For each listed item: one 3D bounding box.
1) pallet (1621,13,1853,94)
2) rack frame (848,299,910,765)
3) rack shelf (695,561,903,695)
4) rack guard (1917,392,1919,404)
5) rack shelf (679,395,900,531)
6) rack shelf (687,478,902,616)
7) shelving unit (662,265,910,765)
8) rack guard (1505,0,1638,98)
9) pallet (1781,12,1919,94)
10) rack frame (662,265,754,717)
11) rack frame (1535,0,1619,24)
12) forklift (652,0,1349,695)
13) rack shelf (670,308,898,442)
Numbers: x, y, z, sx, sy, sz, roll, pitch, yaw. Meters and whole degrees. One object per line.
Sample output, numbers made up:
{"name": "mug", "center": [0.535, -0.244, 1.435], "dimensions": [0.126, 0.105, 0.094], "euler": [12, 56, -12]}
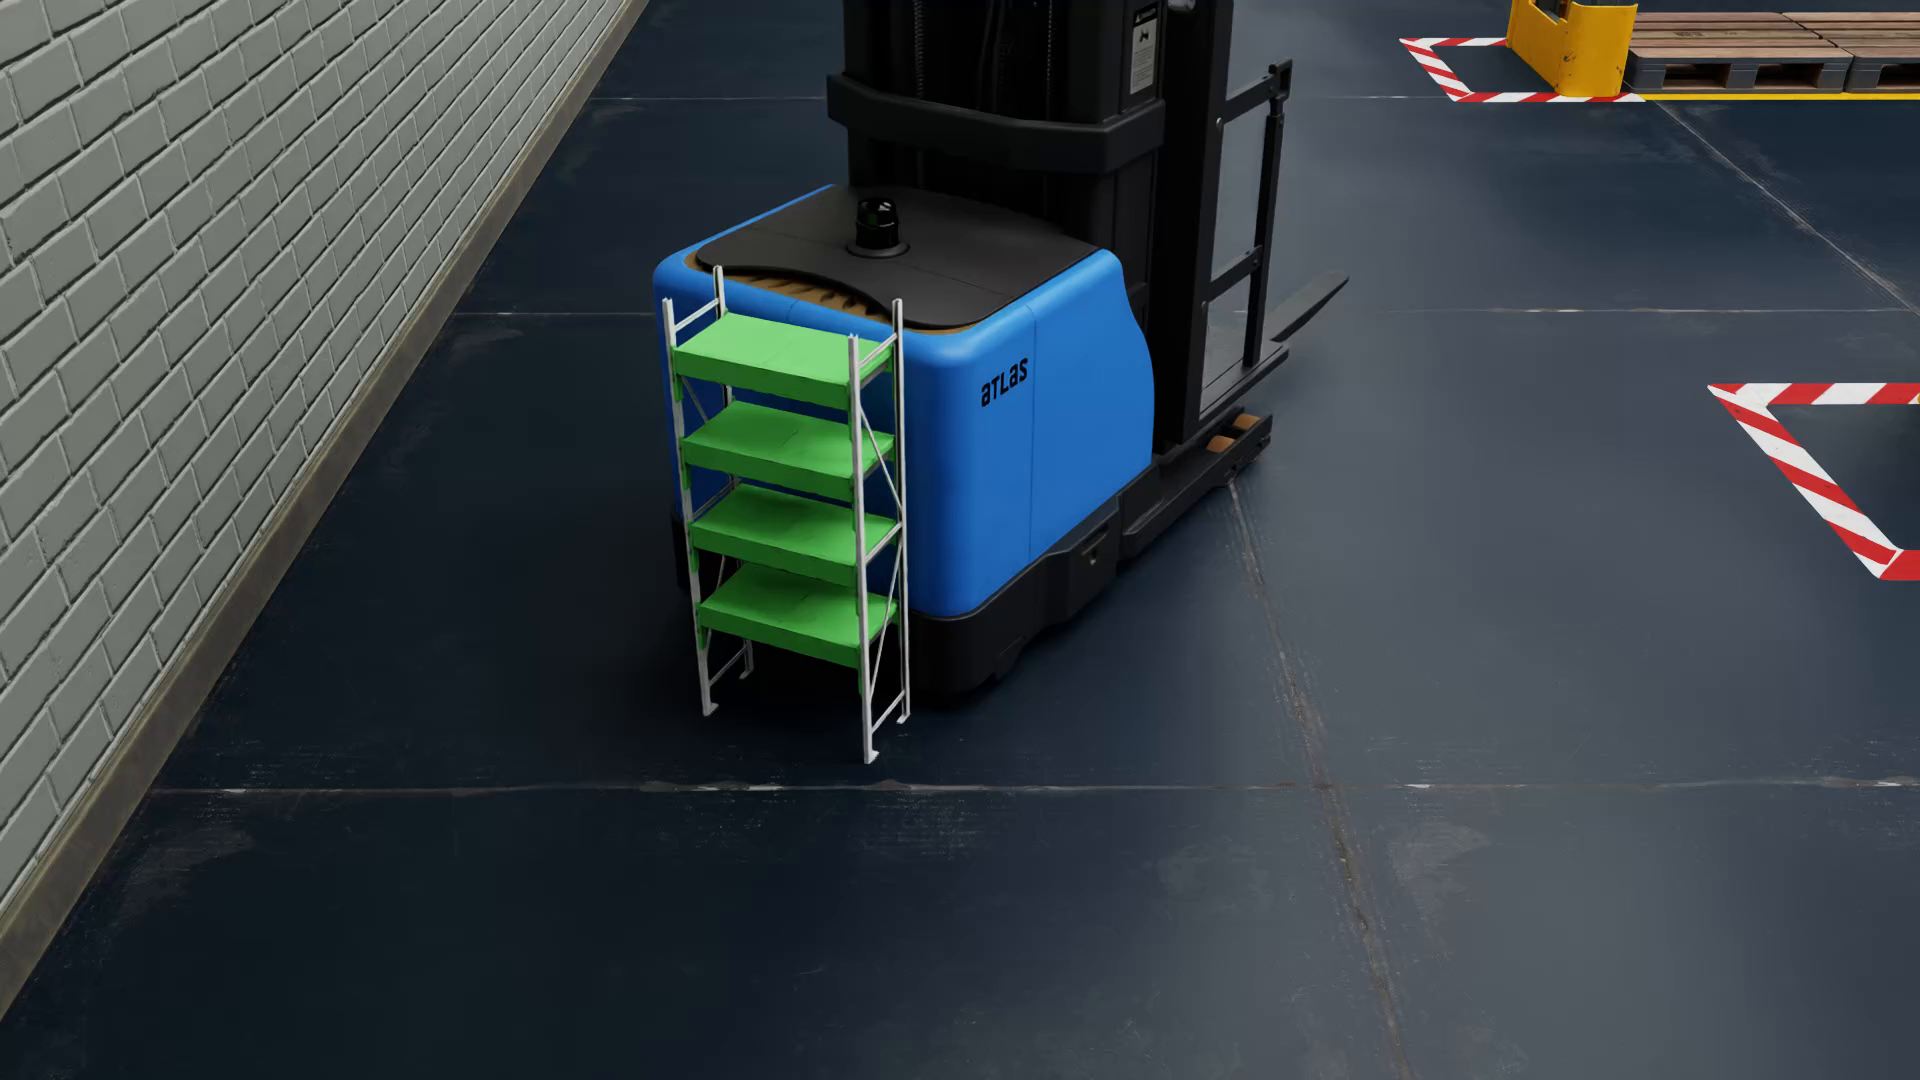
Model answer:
{"name": "pallet", "center": [4.401, -2.873, 9.781], "dimensions": [1.213, 0.211, 1.003], "euler": [0, 31, 0]}
{"name": "rack frame", "center": [-0.191, 0.010, 4.076], "dimensions": [0.015, 1.200, 0.240], "euler": [14, 34, 21]}
{"name": "rack shelf", "center": [-0.412, 0.217, 4.322], "dimensions": [0.480, 0.148, 0.258], "euler": [14, 34, 21]}
{"name": "rack guard", "center": [3.678, -0.445, 5.501], "dimensions": [0.348, 0.500, 1.175], "euler": [0, 31, 0]}
{"name": "rack shelf", "center": [-0.412, -0.194, 4.073], "dimensions": [0.480, 0.148, 0.258], "euler": [14, 34, 21]}
{"name": "rack shelf", "center": [-0.412, 0.012, 4.197], "dimensions": [0.480, 0.148, 0.258], "euler": [14, 34, 21]}
{"name": "shelving unit", "center": [-0.412, -0.043, 4.164], "dimensions": [0.503, 1.200, 0.258], "euler": [14, 34, 21]}
{"name": "rack guard", "center": [3.552, -3.007, 9.724], "dimensions": [0.348, 0.500, 1.175], "euler": [0, 31, 0]}
{"name": "pallet", "center": [5.618, -2.875, 9.785], "dimensions": [1.213, 0.211, 1.003], "euler": [0, 31, 0]}
{"name": "rack frame", "center": [-0.634, -0.096, 4.252], "dimensions": [0.015, 1.200, 0.240], "euler": [14, 34, 21]}
{"name": "rack frame", "center": [3.576, -4.082, 9.087], "dimensions": [0.127, 3.000, 1.000], "euler": [0, 31, 0]}
{"name": "forklift", "center": [0.409, -1.560, 4.995], "dimensions": [1.130, 2.935, 3.031], "euler": [19, 36, 29]}
{"name": "rack shelf", "center": [-0.412, -0.399, 3.948], "dimensions": [0.480, 0.148, 0.258], "euler": [14, 34, 21]}
